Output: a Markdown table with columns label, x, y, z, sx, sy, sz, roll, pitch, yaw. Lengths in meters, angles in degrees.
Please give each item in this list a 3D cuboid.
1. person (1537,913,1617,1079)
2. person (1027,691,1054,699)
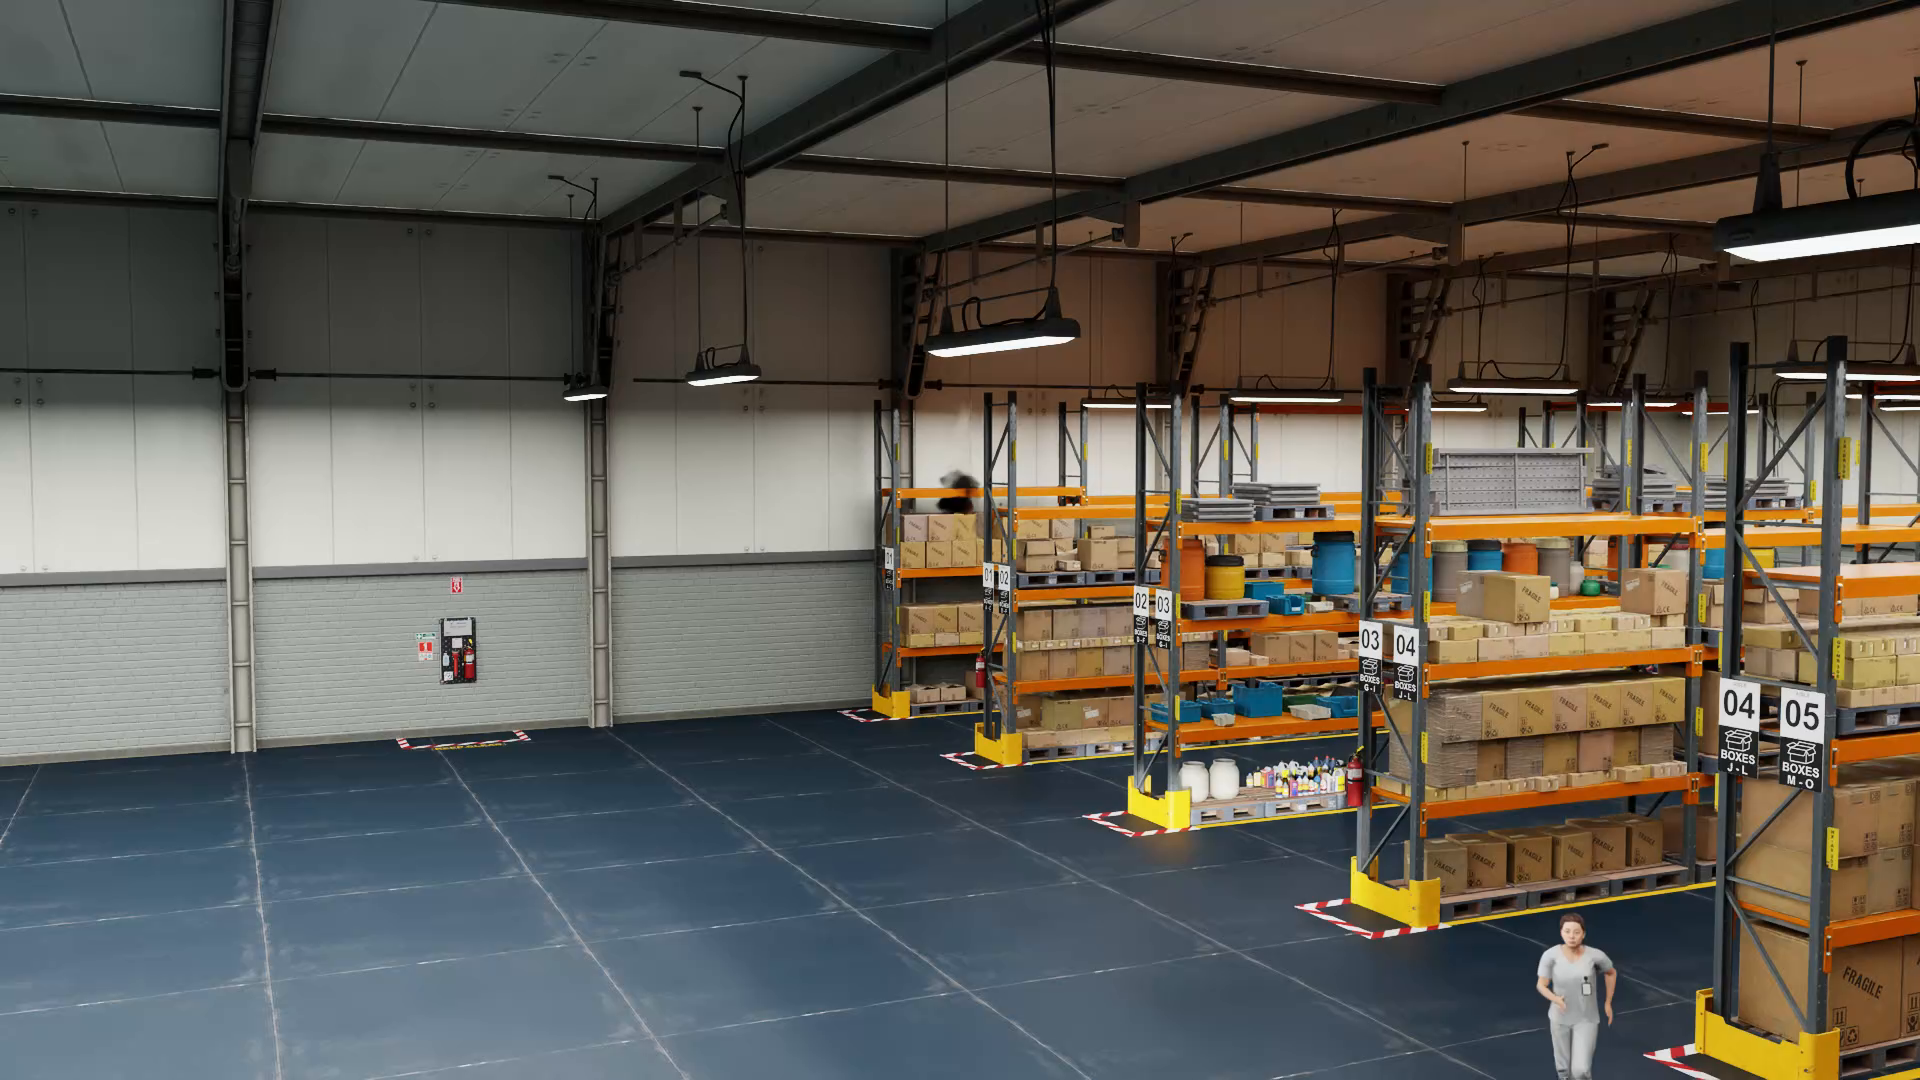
| label | x | y | z | sx | sy | sz | roll | pitch | yaw |
| --- | --- | --- | --- | --- | --- | --- | --- | --- | --- |
| person | 4.578 | 3.609 | 12.387 | 0.527 | 1.680 | 0.783 | 2 | 4 | 28 |
| person | 1.383 | 2.297 | 29.389 | 0.789 | 1.740 | 0.684 | -2 | 4 | -32 |
